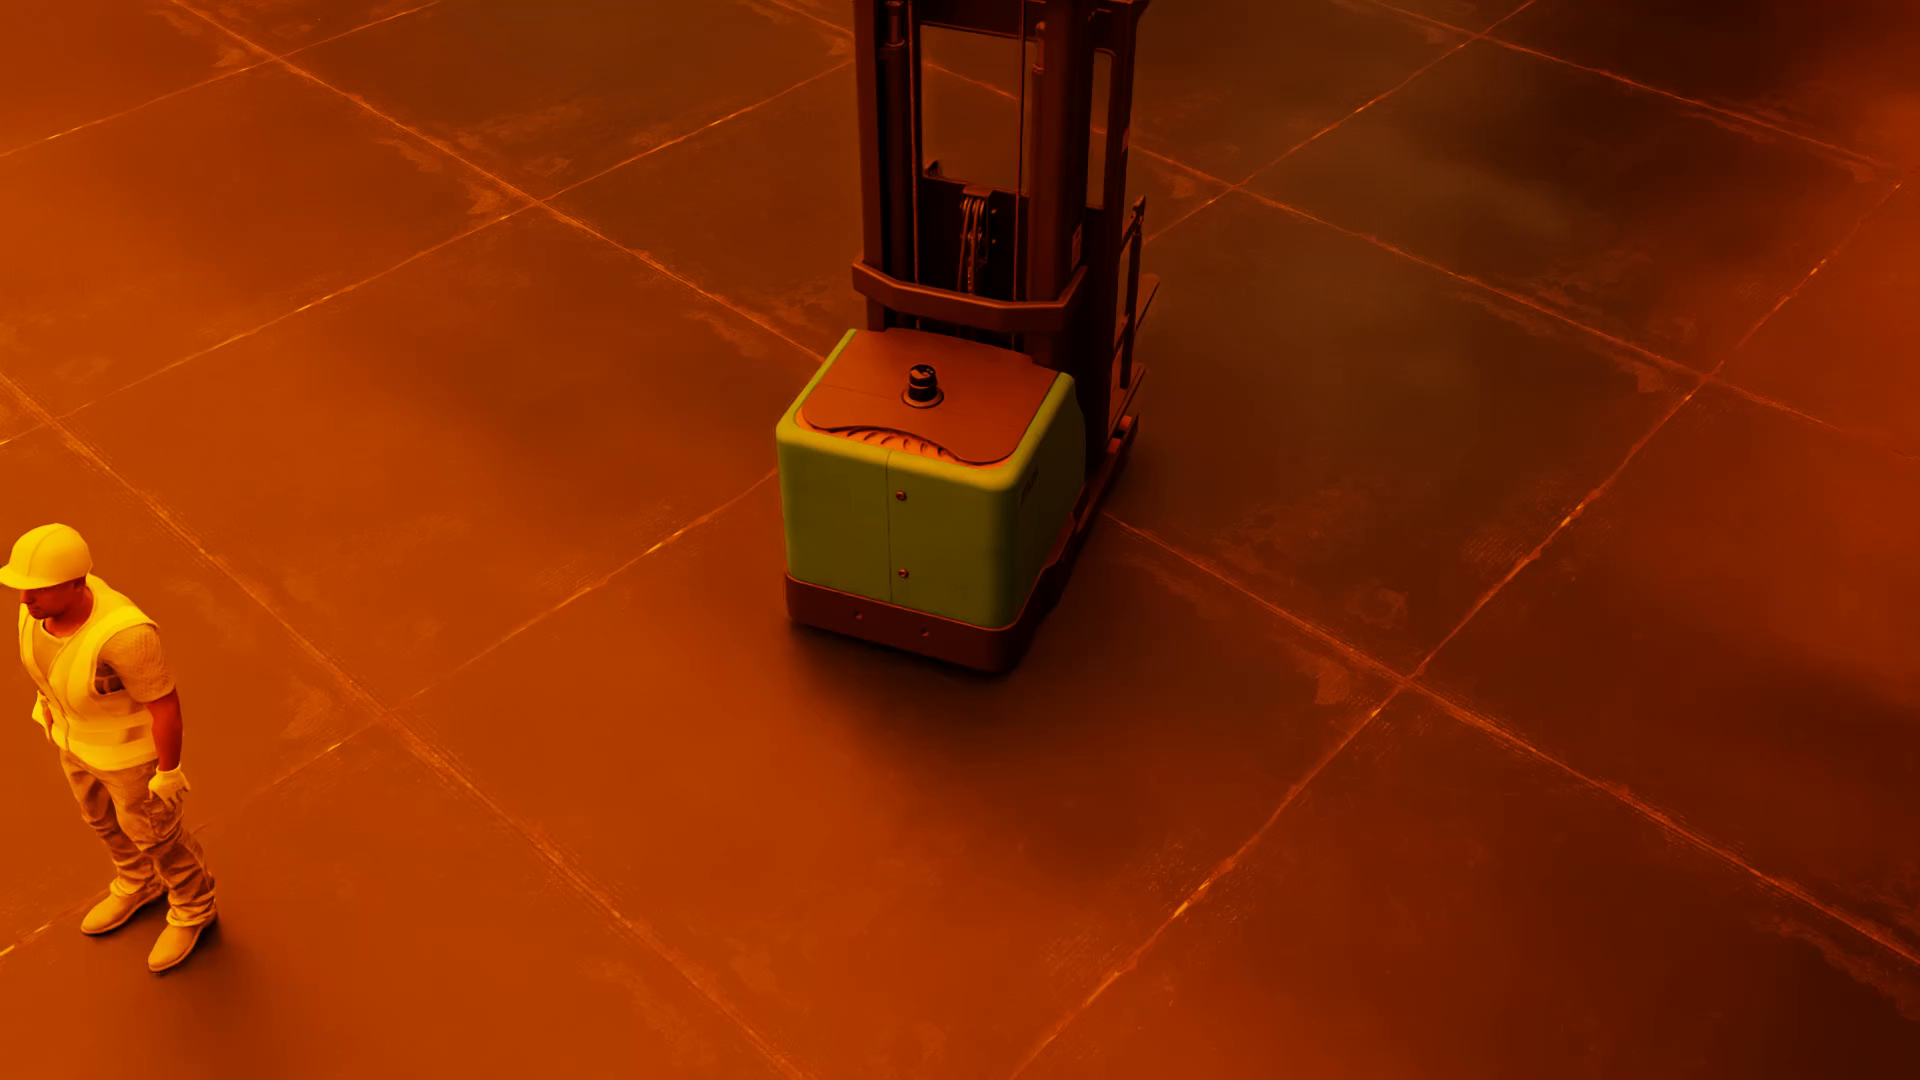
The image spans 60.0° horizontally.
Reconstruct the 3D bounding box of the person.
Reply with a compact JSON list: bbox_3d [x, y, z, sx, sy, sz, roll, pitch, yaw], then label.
[{"bbox_3d":[-2.840,0.694,5.506,0.651,1.790,0.515,23,46,24],"label":"person"}]

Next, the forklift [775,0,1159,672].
[{"bbox_3d":[0.237,-1.530,7.212,1.130,2.935,3.031,14,42,15],"label":"forklift"}]
